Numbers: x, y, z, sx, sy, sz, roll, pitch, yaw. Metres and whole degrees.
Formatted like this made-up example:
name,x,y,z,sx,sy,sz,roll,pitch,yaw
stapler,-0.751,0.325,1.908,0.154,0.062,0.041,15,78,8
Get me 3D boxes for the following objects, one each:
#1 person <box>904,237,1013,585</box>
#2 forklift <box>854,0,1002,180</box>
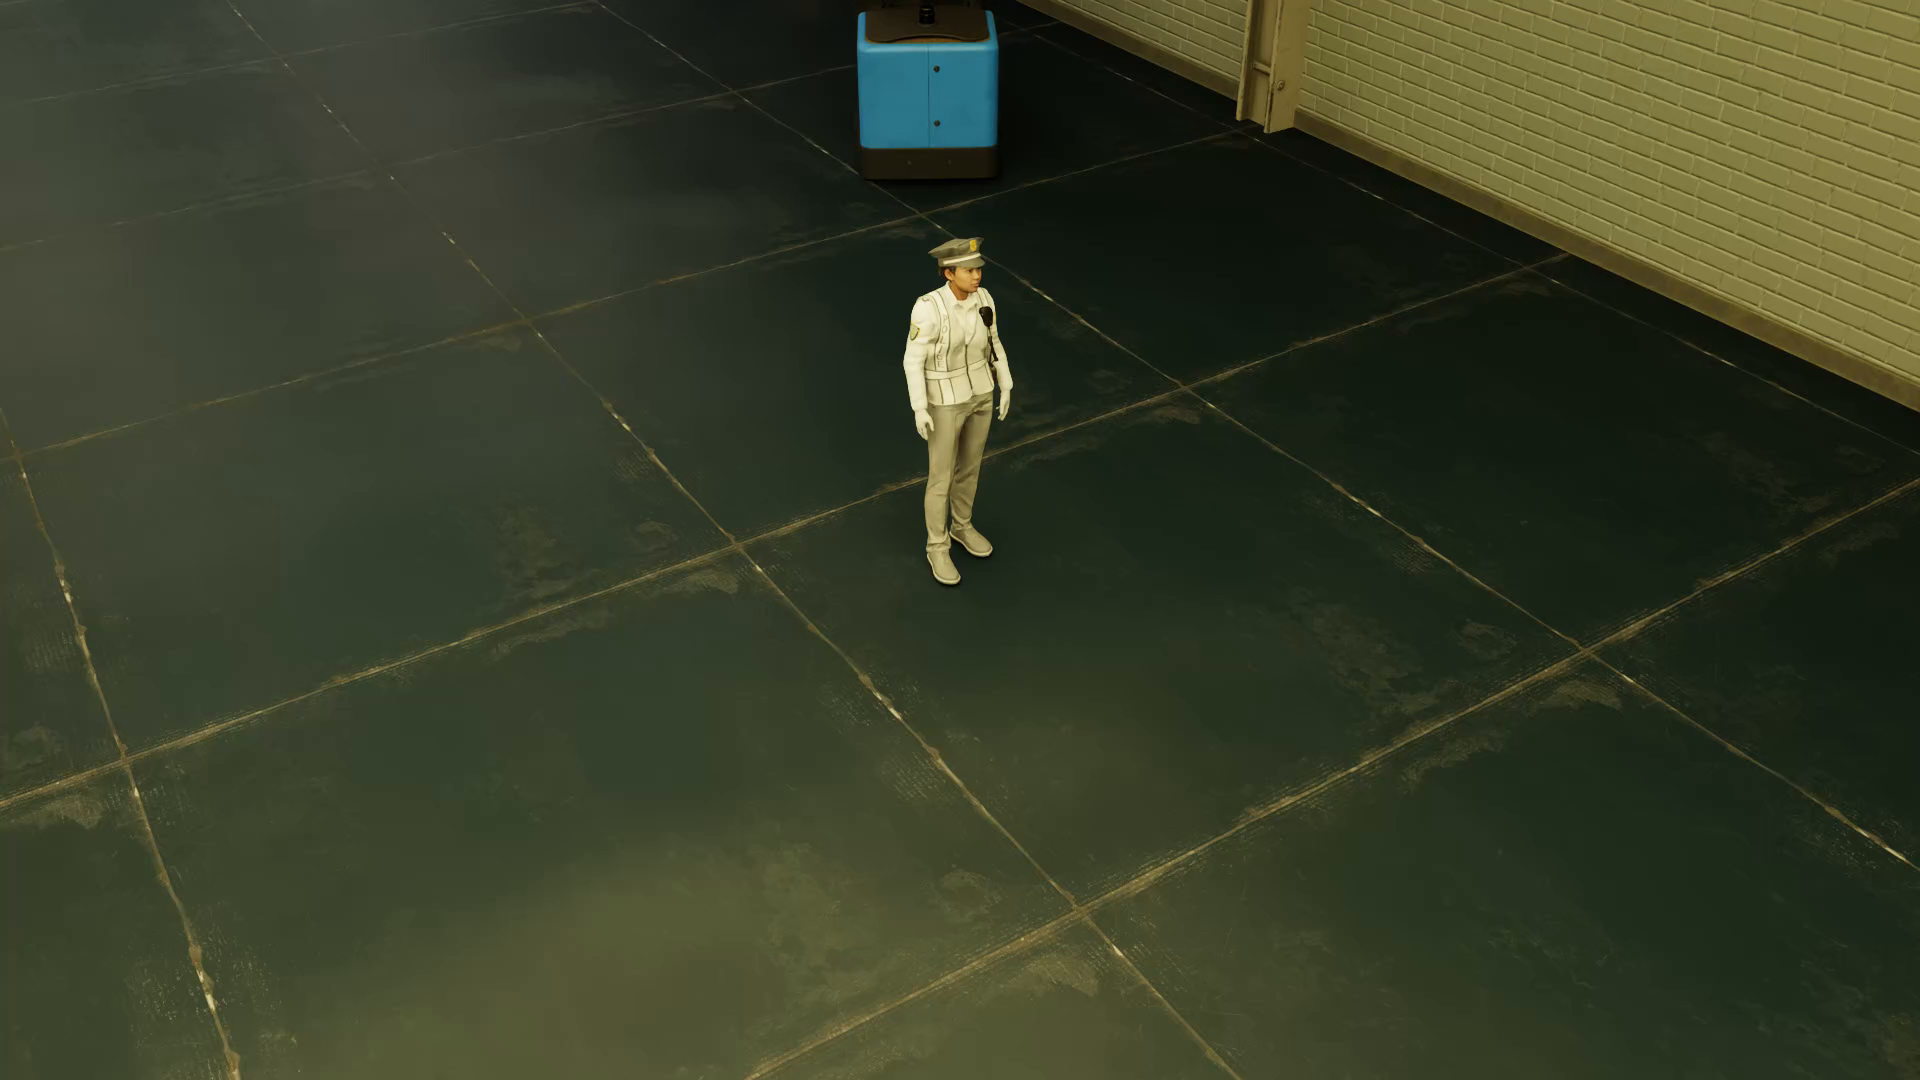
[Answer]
name,x,y,z,sx,sy,sz,roll,pitch,yaw
person,0.032,-0.664,8.155,0.587,1.694,0.530,-21,40,-27
forklift,-0.285,-4.703,12.841,1.130,2.935,3.031,-1,35,-2
